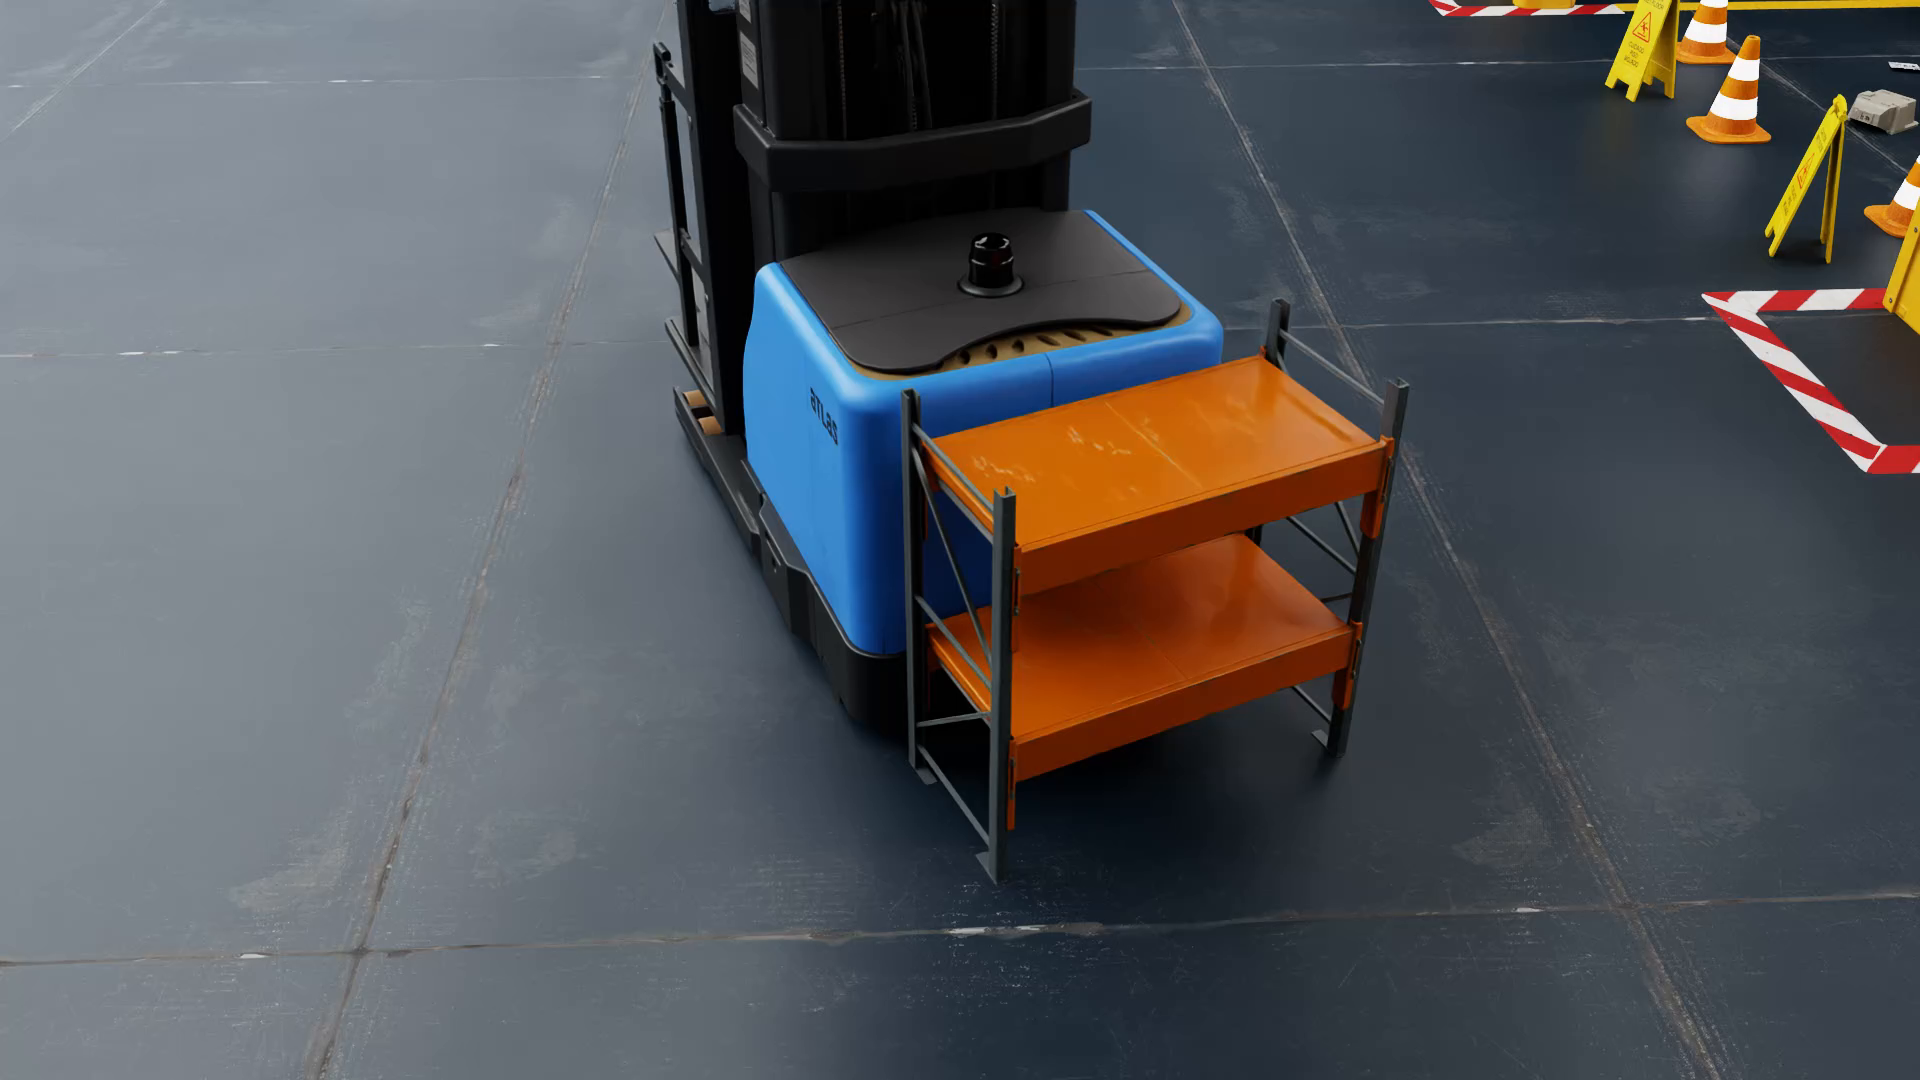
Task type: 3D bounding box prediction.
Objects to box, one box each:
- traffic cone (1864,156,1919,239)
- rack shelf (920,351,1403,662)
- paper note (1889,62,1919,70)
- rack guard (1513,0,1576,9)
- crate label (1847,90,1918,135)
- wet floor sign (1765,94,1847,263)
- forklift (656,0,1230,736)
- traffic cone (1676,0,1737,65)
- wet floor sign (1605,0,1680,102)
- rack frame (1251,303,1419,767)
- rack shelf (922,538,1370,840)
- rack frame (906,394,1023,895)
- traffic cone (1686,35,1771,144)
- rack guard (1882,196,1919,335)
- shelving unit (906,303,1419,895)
[{"bbox_3d":[4.151,-1.570,7.111,0.334,0.463,0.336,-2,35,-2],"label":"traffic cone"},{"bbox_3d":[0.457,-0.106,3.901,1.000,0.278,0.538,-16,38,-22],"label":"rack shelf"},{"bbox_3d":[5.052,-2.533,8.885,0.142,0.017,0.144,10,36,14],"label":"paper note"},{"bbox_3d":[3.423,-3.650,10.085,0.348,0.500,1.175,-2,35,-2],"label":"rack guard"},{"bbox_3d":[4.541,-2.114,8.184,0.298,0.136,0.250,-20,39,-26],"label":"crate label"},{"bbox_3d":[3.542,-1.503,6.855,0.232,0.644,0.267,10,36,14],"label":"wet floor sign"},{"bbox_3d":[-0.327,-1.521,4.872,1.130,2.935,3.031,-13,37,-18],"label":"forklift"},{"bbox_3d":[4.045,-2.843,8.951,0.334,0.463,0.336,-2,35,-2],"label":"traffic cone"},{"bbox_3d":[3.512,-2.585,8.418,0.232,0.644,0.267,-7,35,-10],"label":"wet floor sign"},{"bbox_3d":[0.912,0.005,4.255,0.032,1.125,0.500,-16,38,-22],"label":"rack frame"},{"bbox_3d":[0.457,0.335,4.207,1.000,0.278,0.538,-16,38,-22],"label":"rack shelf"},{"bbox_3d":[0.003,0.264,3.880,0.032,1.125,0.500,-16,38,-22],"label":"rack frame"},{"bbox_3d":[3.759,-2.191,8.010,0.334,0.463,0.336,-2,35,-2],"label":"traffic cone"},{"bbox_3d":[3.859,-0.842,6.028,0.348,0.500,1.175,-2,35,-2],"label":"rack guard"},{"bbox_3d":[0.457,0.134,4.068,1.048,1.125,0.538,-16,38,-22],"label":"shelving unit"}]
